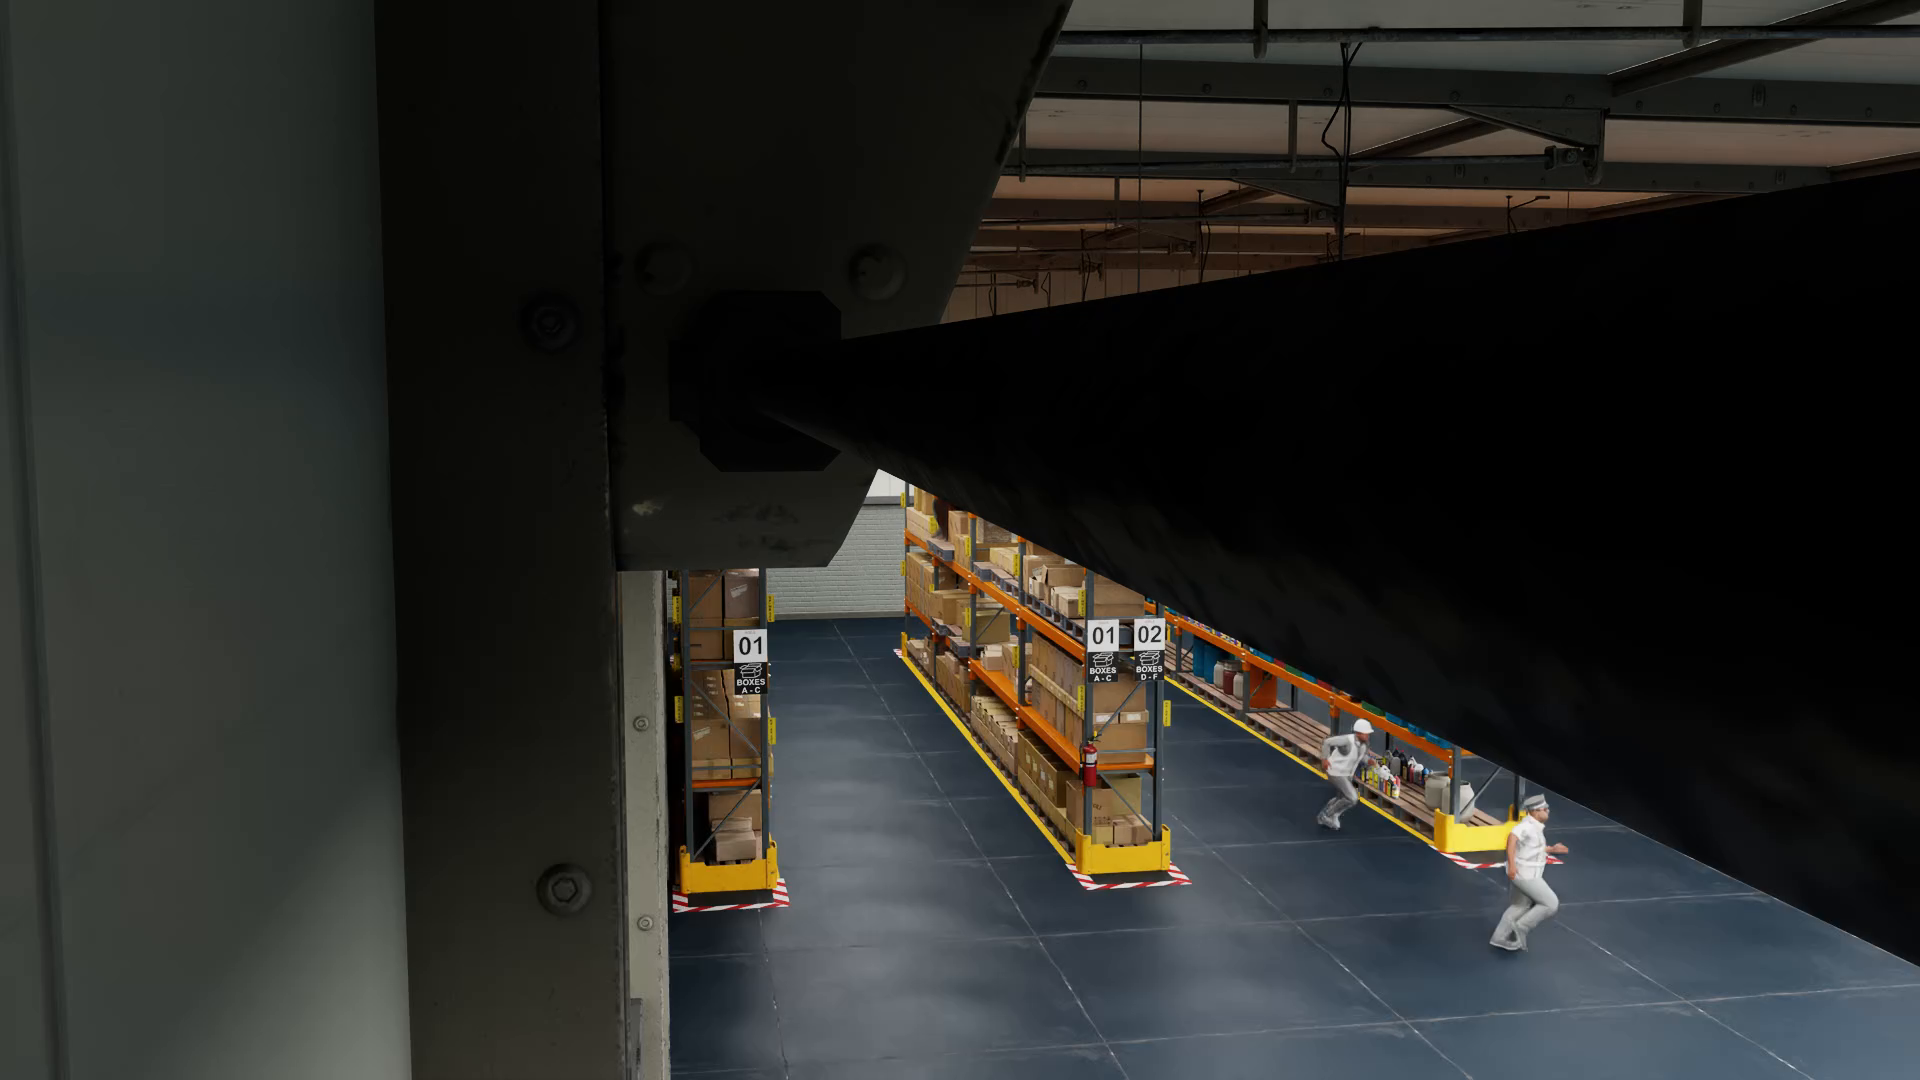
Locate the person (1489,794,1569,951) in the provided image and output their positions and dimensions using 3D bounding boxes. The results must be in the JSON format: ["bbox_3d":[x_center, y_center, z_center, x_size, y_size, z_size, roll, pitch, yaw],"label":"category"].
[{"bbox_3d":[6.143,3.594,17.920,0.787,1.730,0.700,2,6,16],"label":"person"}]

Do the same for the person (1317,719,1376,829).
[{"bbox_3d":[5.209,3.184,22.570,0.689,1.600,0.919,-5,8,-39],"label":"person"}]
